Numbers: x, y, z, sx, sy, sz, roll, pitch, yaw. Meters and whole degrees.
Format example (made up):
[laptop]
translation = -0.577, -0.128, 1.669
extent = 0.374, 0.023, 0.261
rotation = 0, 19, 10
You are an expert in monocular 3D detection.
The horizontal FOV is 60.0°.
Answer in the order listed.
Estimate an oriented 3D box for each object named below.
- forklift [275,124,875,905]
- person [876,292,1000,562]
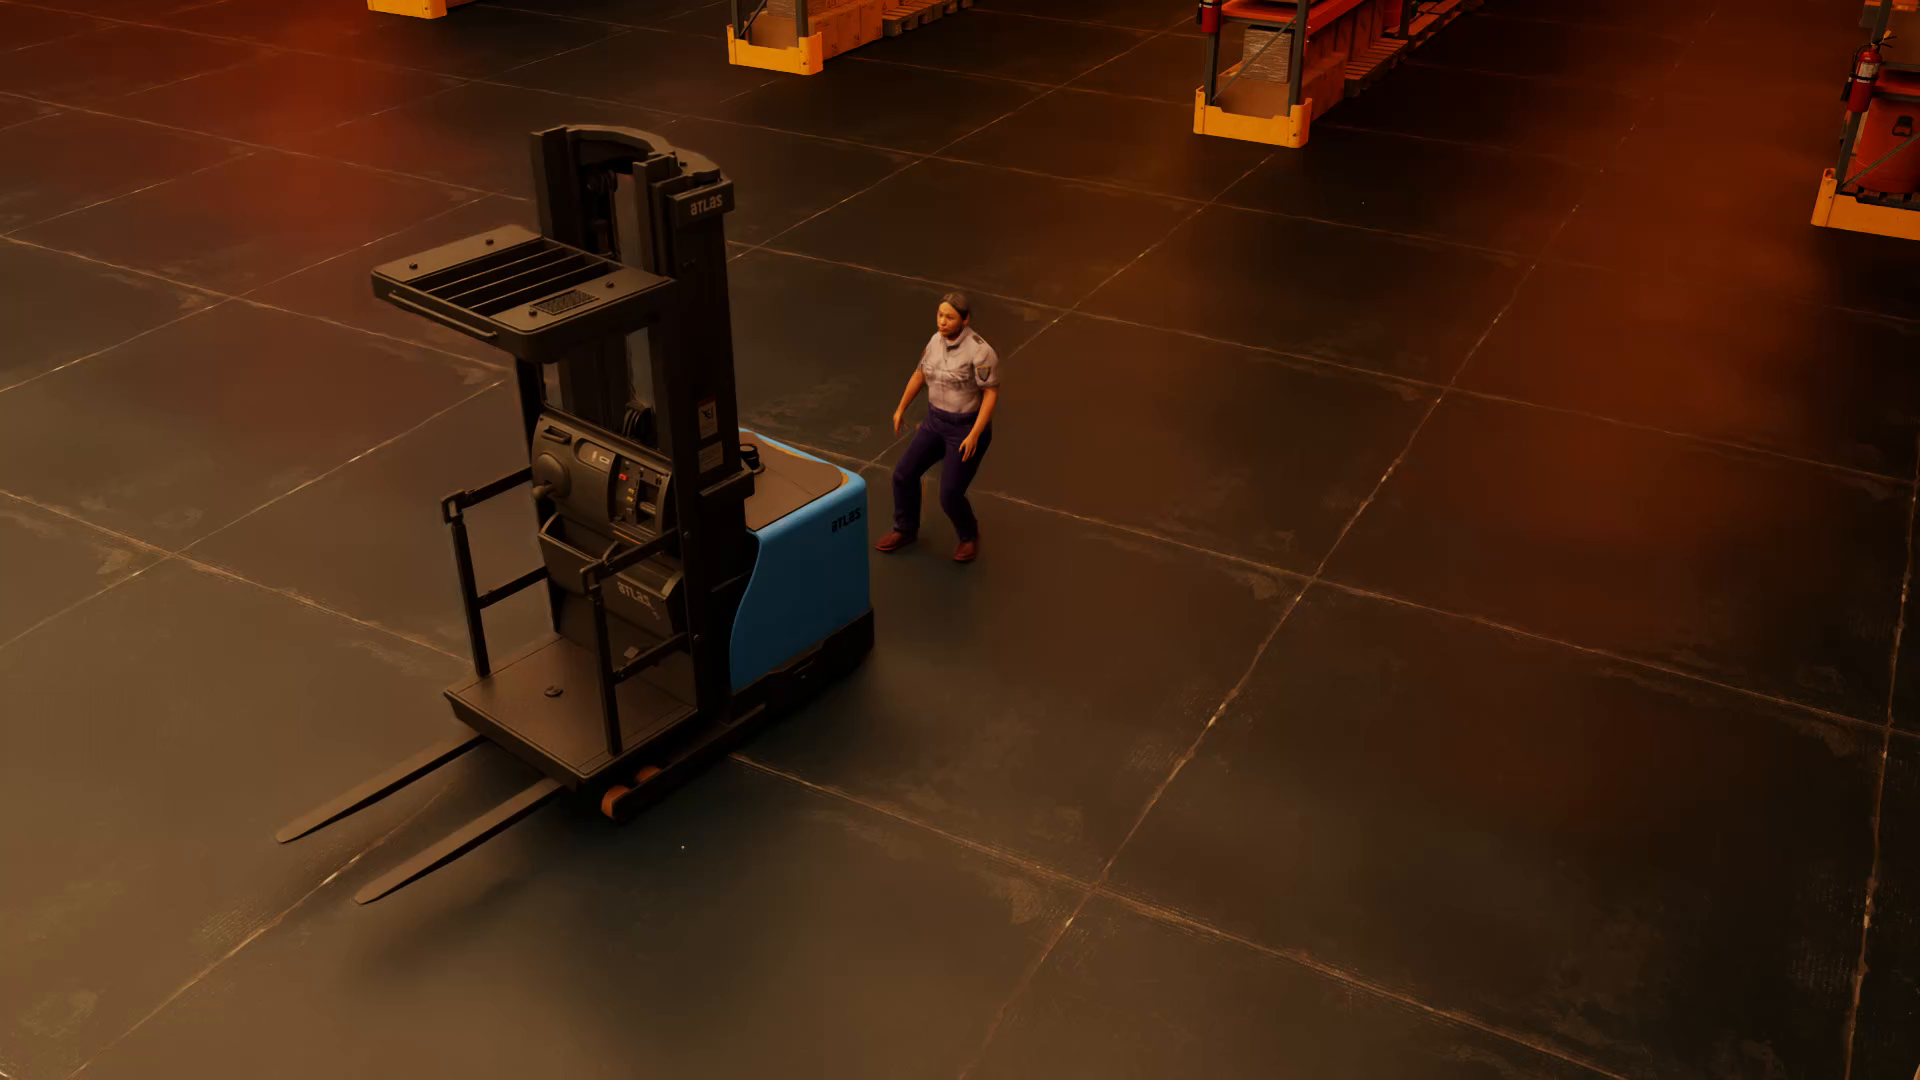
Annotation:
[forklift]
translation = -1.785, -0.245, 7.496
extent = 1.130, 2.935, 3.031
rotation = 23, 37, 34
[person]
translation = -0.141, -0.631, 9.501
extent = 0.541, 1.596, 0.662
rotation = -26, 39, -37
